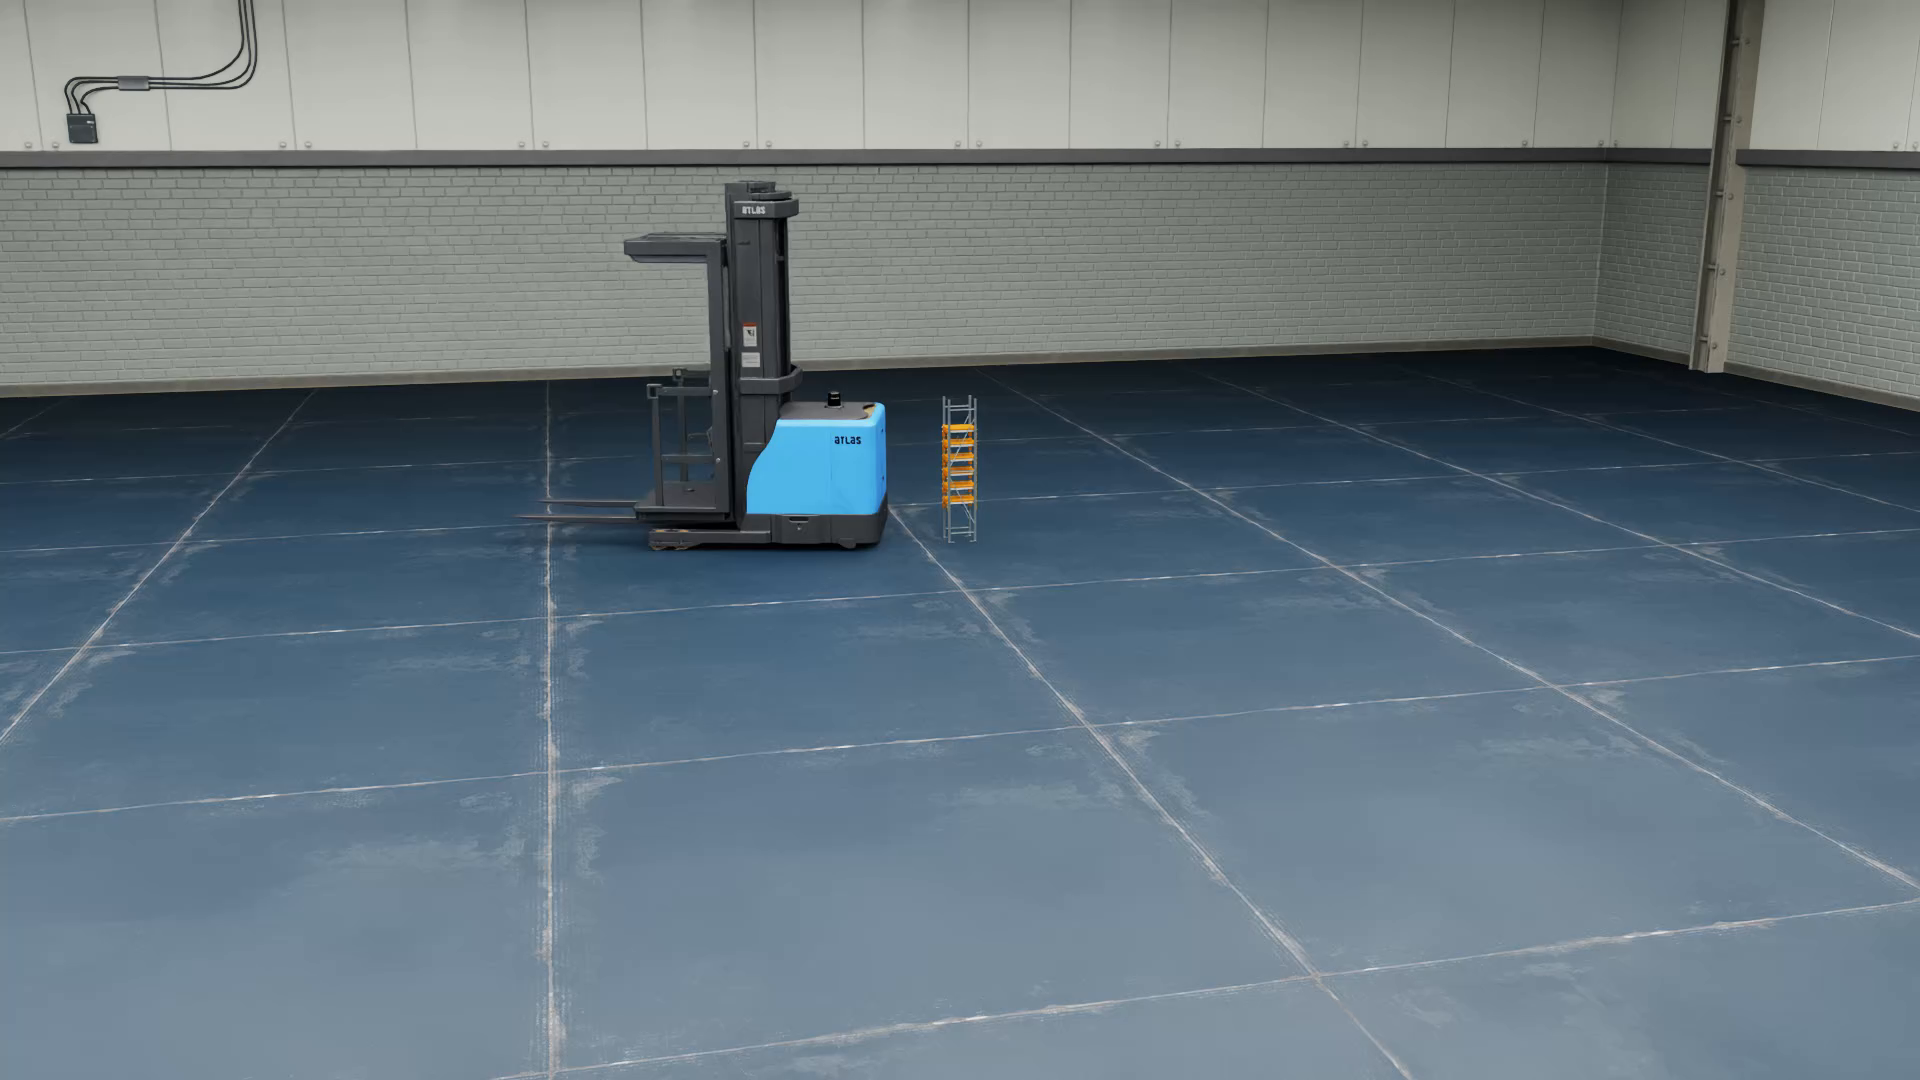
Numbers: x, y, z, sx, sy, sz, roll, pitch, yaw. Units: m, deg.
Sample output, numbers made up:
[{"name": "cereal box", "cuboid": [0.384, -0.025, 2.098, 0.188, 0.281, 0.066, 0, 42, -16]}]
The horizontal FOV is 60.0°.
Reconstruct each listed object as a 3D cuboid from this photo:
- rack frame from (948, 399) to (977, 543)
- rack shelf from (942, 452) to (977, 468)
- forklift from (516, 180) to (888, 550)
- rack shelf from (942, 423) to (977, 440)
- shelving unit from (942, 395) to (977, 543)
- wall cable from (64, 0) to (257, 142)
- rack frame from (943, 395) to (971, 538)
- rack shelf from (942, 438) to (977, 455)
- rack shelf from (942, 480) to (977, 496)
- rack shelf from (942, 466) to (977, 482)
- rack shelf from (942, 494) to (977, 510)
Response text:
[{"name": "rack frame", "cuboid": [0.018, -0.565, 13.712, 0.240, 1.200, 0.006, -3, 14, -13]}, {"name": "rack shelf", "cuboid": [-0.003, -0.660, 13.780, 0.258, 0.103, 0.180, -3, 14, -13]}, {"name": "forklift", "cuboid": [-2.158, -1.464, 13.742, 3.031, 2.935, 1.130, 1, 14, 2]}, {"name": "rack shelf", "cuboid": [-0.003, -0.893, 13.723, 0.258, 0.103, 0.180, -3, 14, -13]}, {"name": "shelving unit", "cuboid": [-0.003, -0.586, 13.798, 0.258, 1.200, 0.189, -3, 14, -13]}, {"name": "wall cable", "cuboid": [-10.068, -7.980, 20.463, 2.305, 6.003, 0.169, -3, 14, -13]}, {"name": "rack frame", "cuboid": [-0.025, -0.607, 13.885, 0.240, 1.200, 0.006, -3, 14, -13]}, {"name": "rack shelf", "cuboid": [-0.003, -0.776, 13.752, 0.258, 0.103, 0.180, -3, 14, -13]}, {"name": "rack shelf", "cuboid": [-0.003, -0.426, 13.837, 0.258, 0.103, 0.180, -3, 14, -13]}, {"name": "rack shelf", "cuboid": [-0.003, -0.543, 13.809, 0.258, 0.103, 0.180, -3, 14, -13]}, {"name": "rack shelf", "cuboid": [-0.003, -0.310, 13.866, 0.258, 0.103, 0.180, -3, 14, -13]}]
